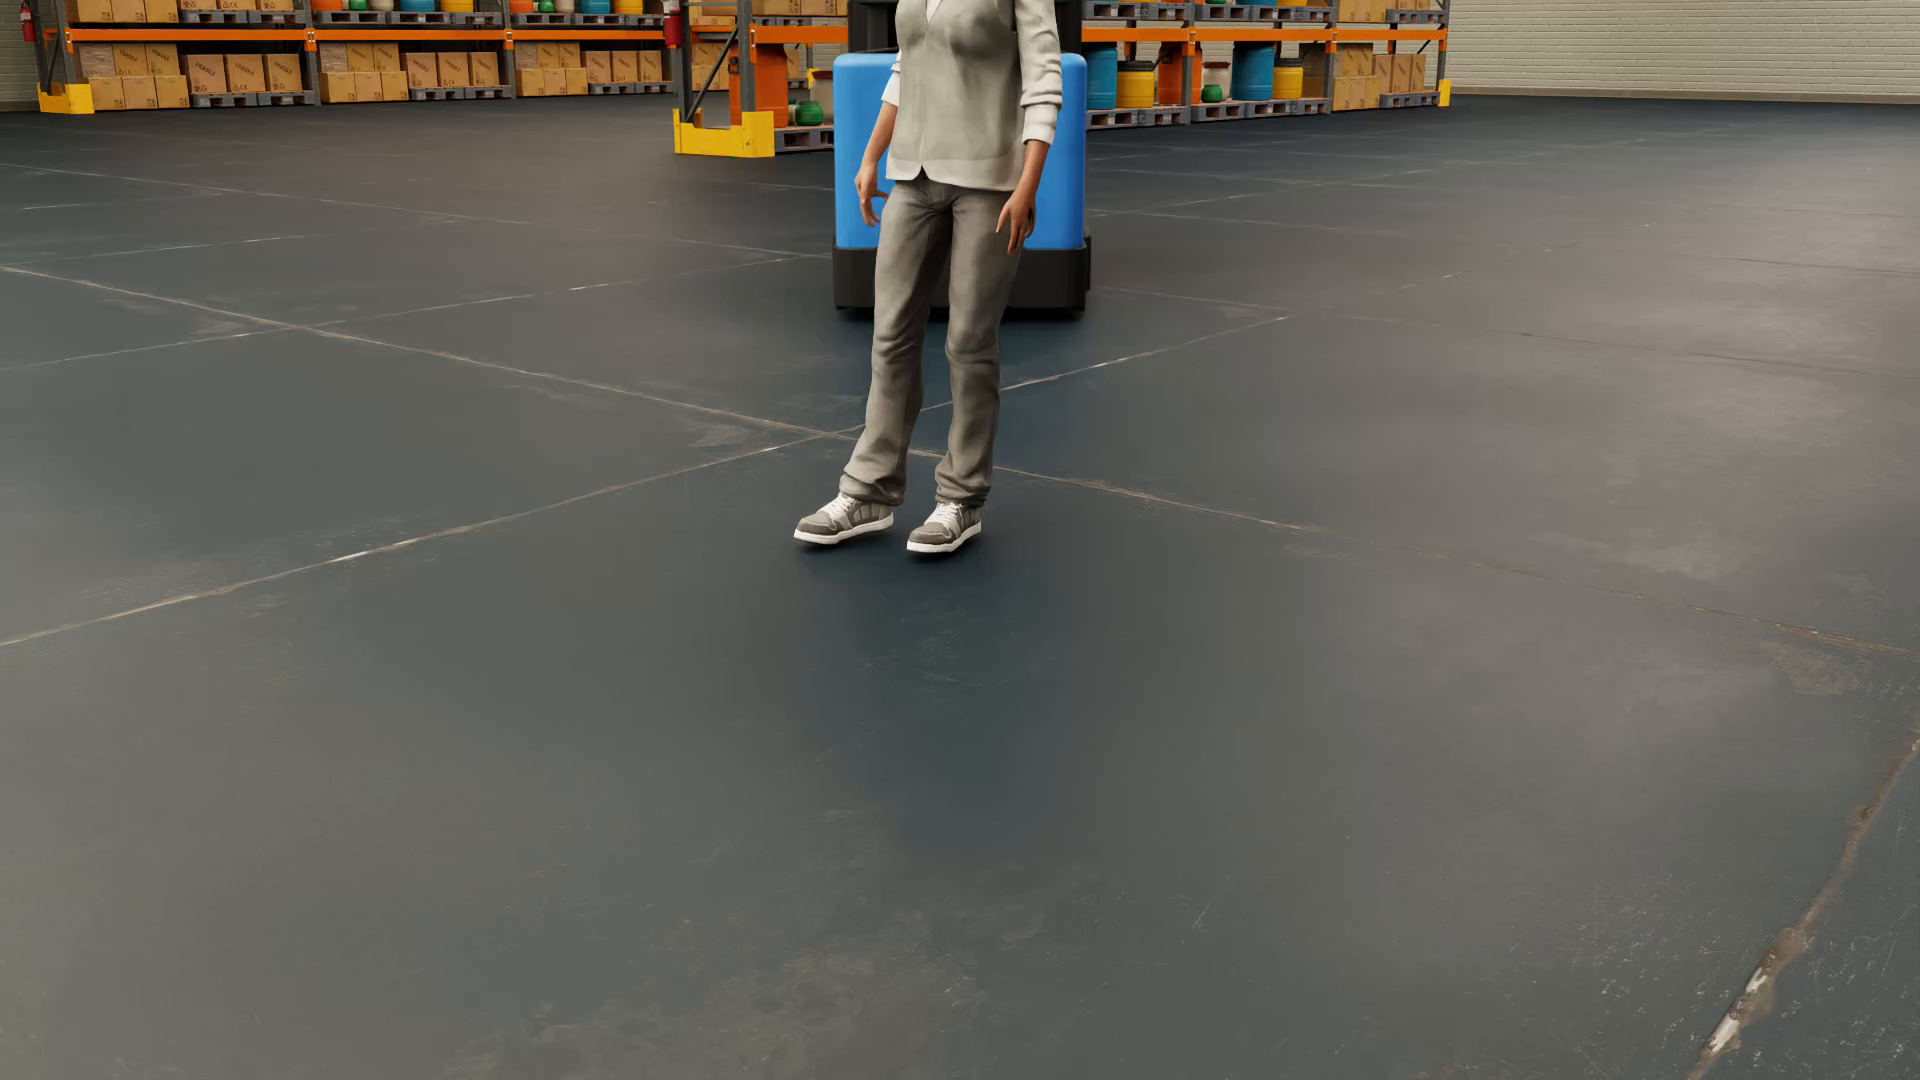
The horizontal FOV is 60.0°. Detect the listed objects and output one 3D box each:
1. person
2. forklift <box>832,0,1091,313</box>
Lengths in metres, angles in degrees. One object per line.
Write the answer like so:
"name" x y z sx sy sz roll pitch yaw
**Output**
"person" -0.059 -0.757 3.661 0.520 1.599 0.473 13 21 37
"forklift" 0.028 -2.729 7.885 1.130 2.935 3.031 0 17 1
